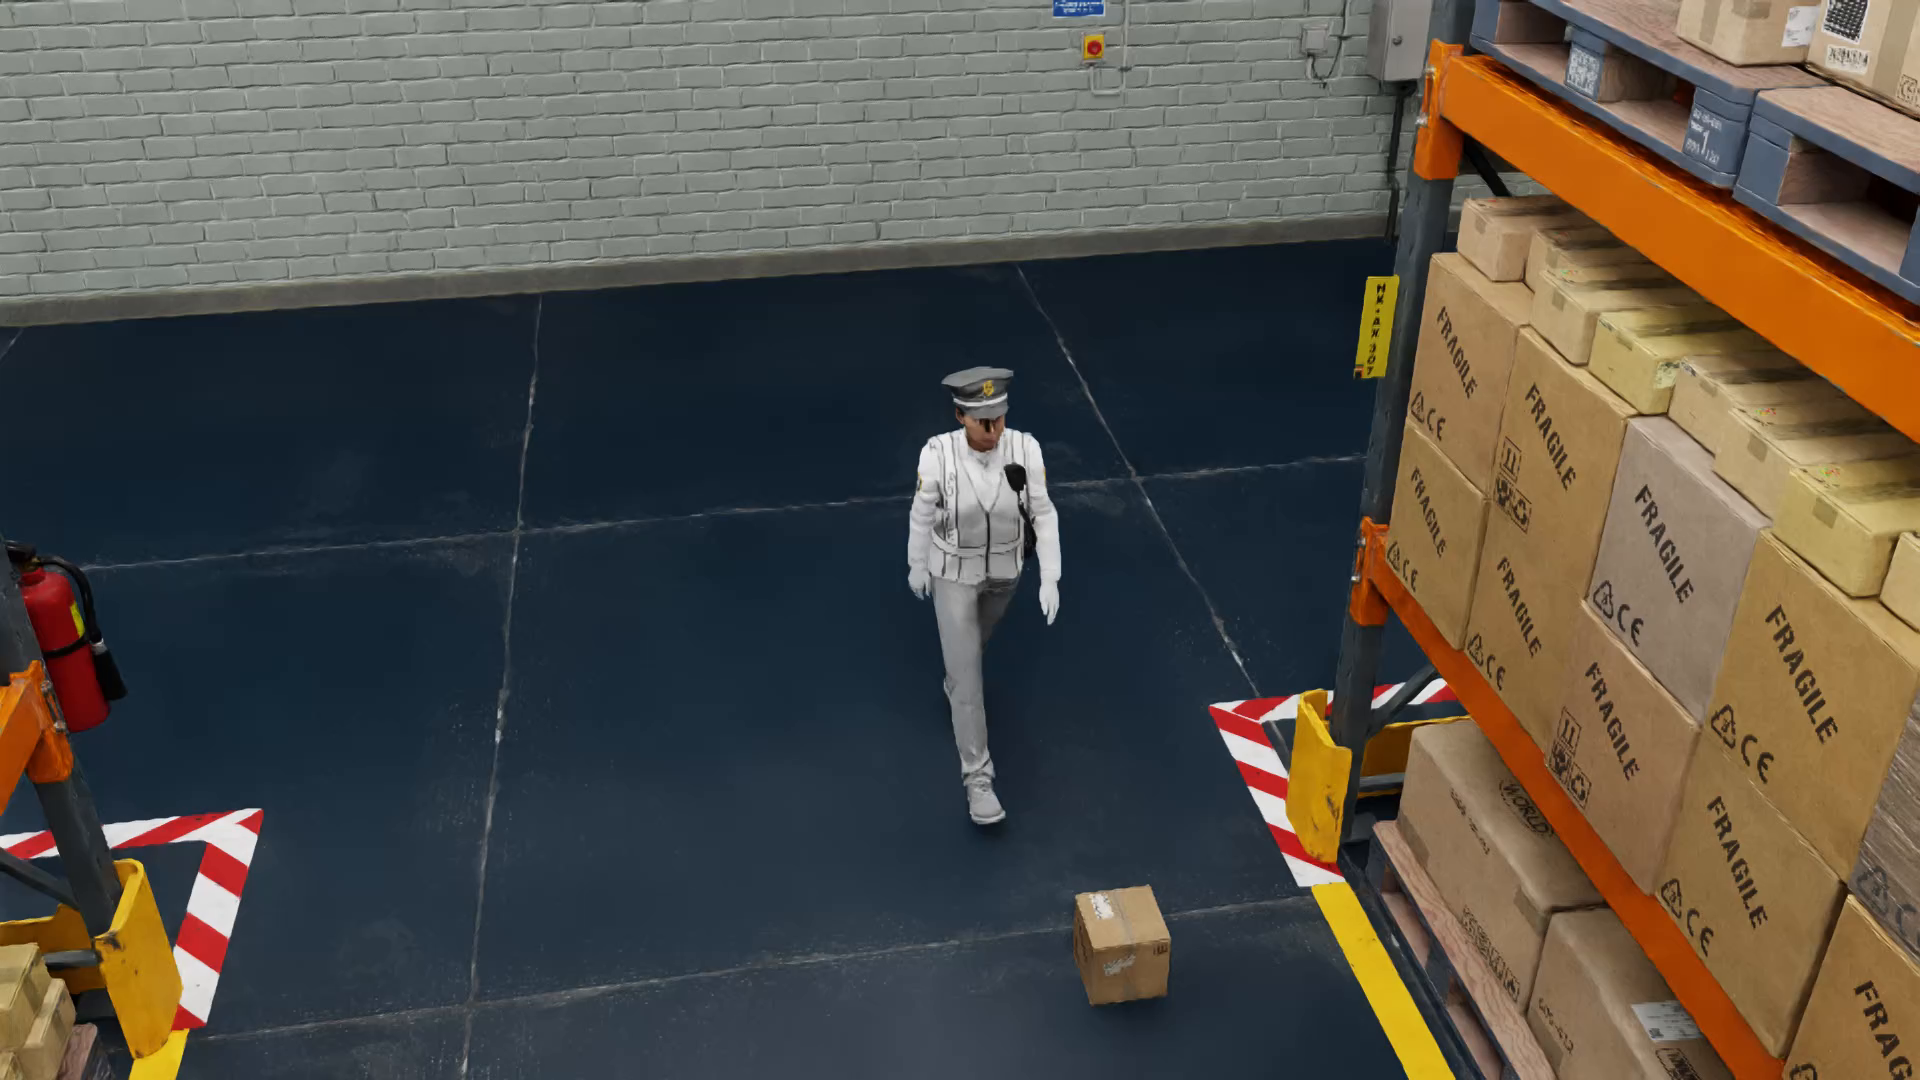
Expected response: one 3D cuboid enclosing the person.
[{"bbox_3d":[0.106,0.124,5.914,0.505,1.625,0.934,-9,32,-15],"label":"person"}]
